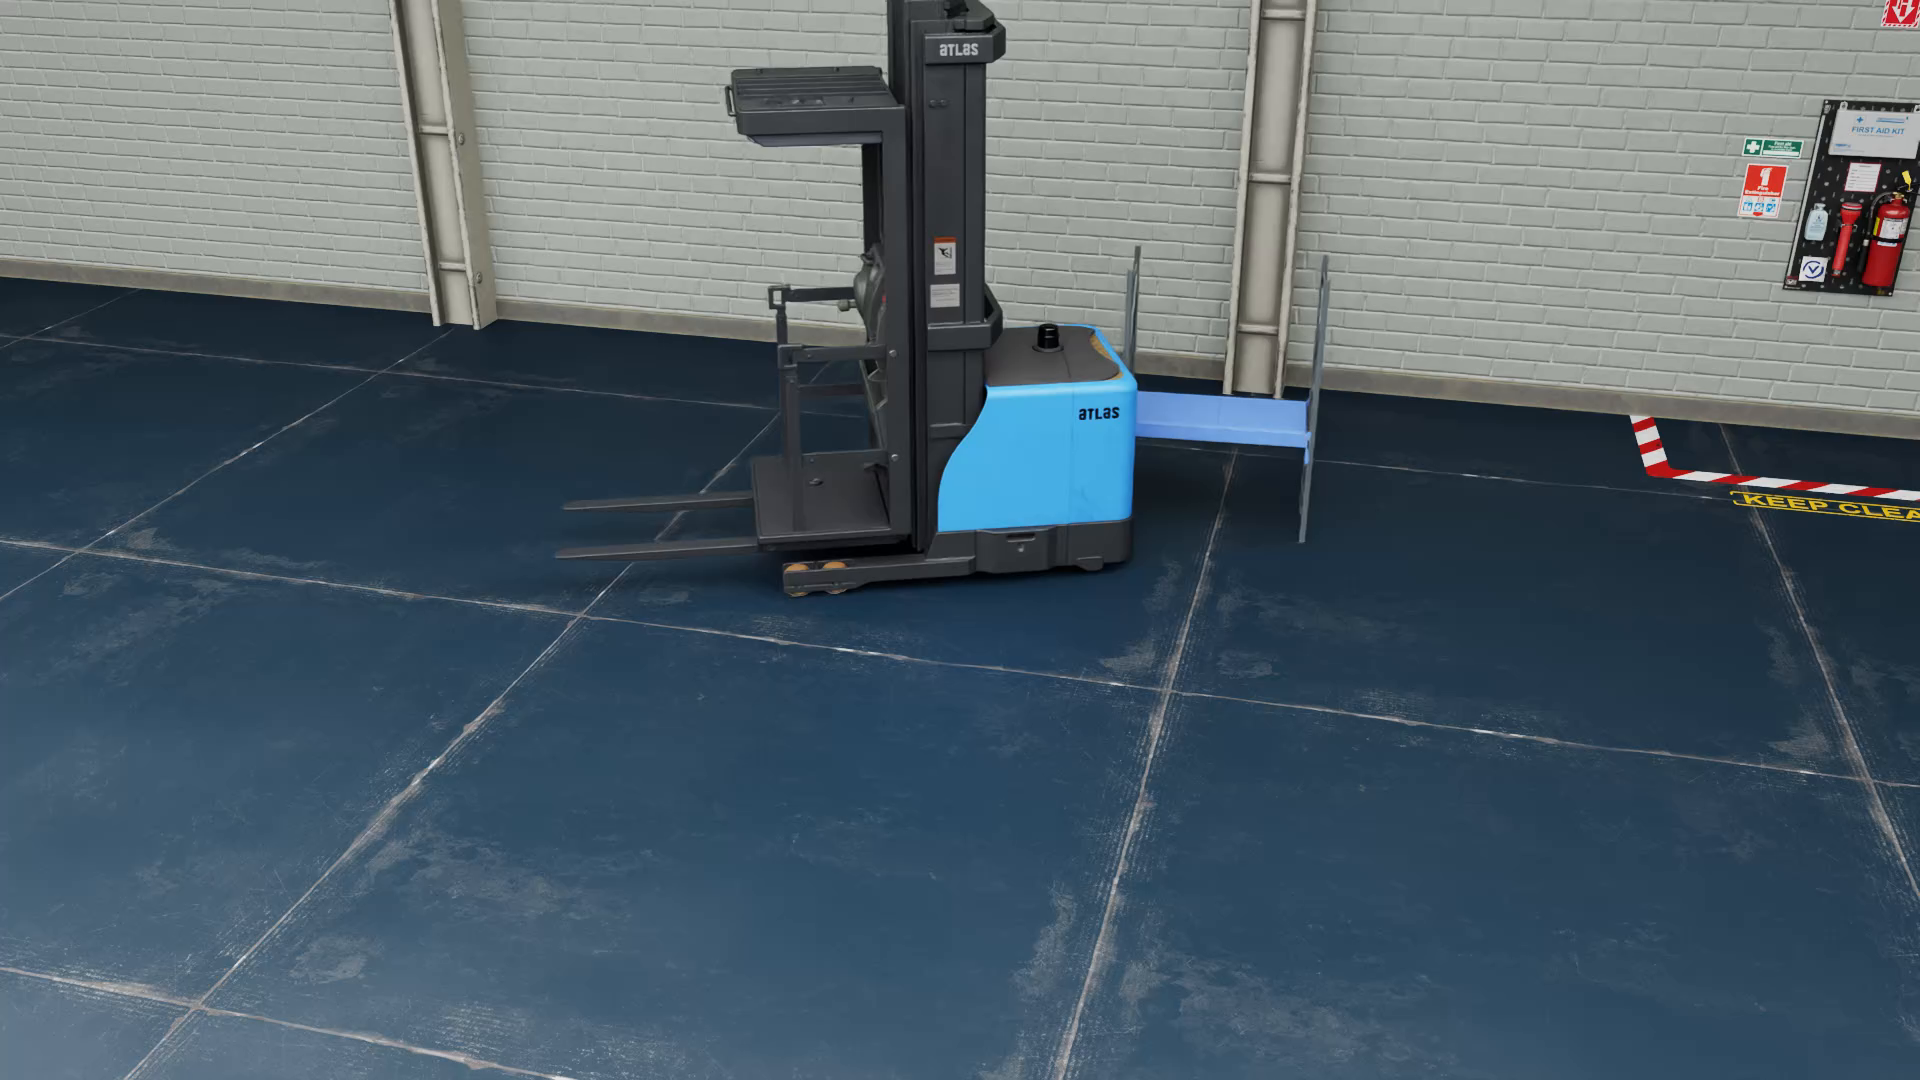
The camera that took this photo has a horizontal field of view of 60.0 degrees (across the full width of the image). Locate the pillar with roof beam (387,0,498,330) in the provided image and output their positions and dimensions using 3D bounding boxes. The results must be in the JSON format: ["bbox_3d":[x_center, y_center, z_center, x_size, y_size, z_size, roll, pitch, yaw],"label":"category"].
[{"bbox_3d":[-4.863,-3.950,7.078,0.400,9.000,9.100,6,26,13],"label":"pillar with roof beam"}]

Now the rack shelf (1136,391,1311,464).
[{"bbox_3d":[1.438,-0.641,9.270,1.000,0.185,0.538,4,26,9],"label":"rack shelf"}]

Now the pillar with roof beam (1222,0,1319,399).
[{"bbox_3d":[0.948,-3.308,5.729,0.400,9.000,9.100,6,26,13],"label":"pillar with roof beam"}]

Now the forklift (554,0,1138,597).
[{"bbox_3d":[-0.637,-1.273,8.514,3.031,2.935,1.130,-4,26,-8],"label":"forklift"}]

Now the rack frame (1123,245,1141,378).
[{"bbox_3d":[0.938,-0.843,9.275,0.032,1.500,0.500,4,26,9],"label":"rack frame"}]

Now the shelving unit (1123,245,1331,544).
[{"bbox_3d":[1.438,-0.804,9.193,1.048,1.500,0.538,4,26,9],"label":"shelving unit"}]

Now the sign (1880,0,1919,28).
[{"bbox_3d":[5.464,-3.118,9.614,0.199,0.298,0.001,6,26,13],"label":"sign"}]

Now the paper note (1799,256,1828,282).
[{"bbox_3d":[5.293,-1.679,10.312,0.142,0.148,0.016,6,26,13],"label":"paper note"}]

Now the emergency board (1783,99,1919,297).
[{"bbox_3d":[5.447,-2.029,10.023,0.643,1.169,0.194,6,26,13],"label":"emergency board"}]

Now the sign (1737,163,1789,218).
[{"bbox_3d":[4.938,-2.148,10.230,0.234,0.329,0.001,6,26,13],"label":"sign"}]

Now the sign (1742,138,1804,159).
[{"bbox_3d":[4.940,-2.383,10.107,0.331,0.109,0.001,6,26,13],"label":"sign"}]

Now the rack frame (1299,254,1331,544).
[{"bbox_3d":[1.938,-0.765,9.111,0.032,1.500,0.500,4,26,9],"label":"rack frame"}]
